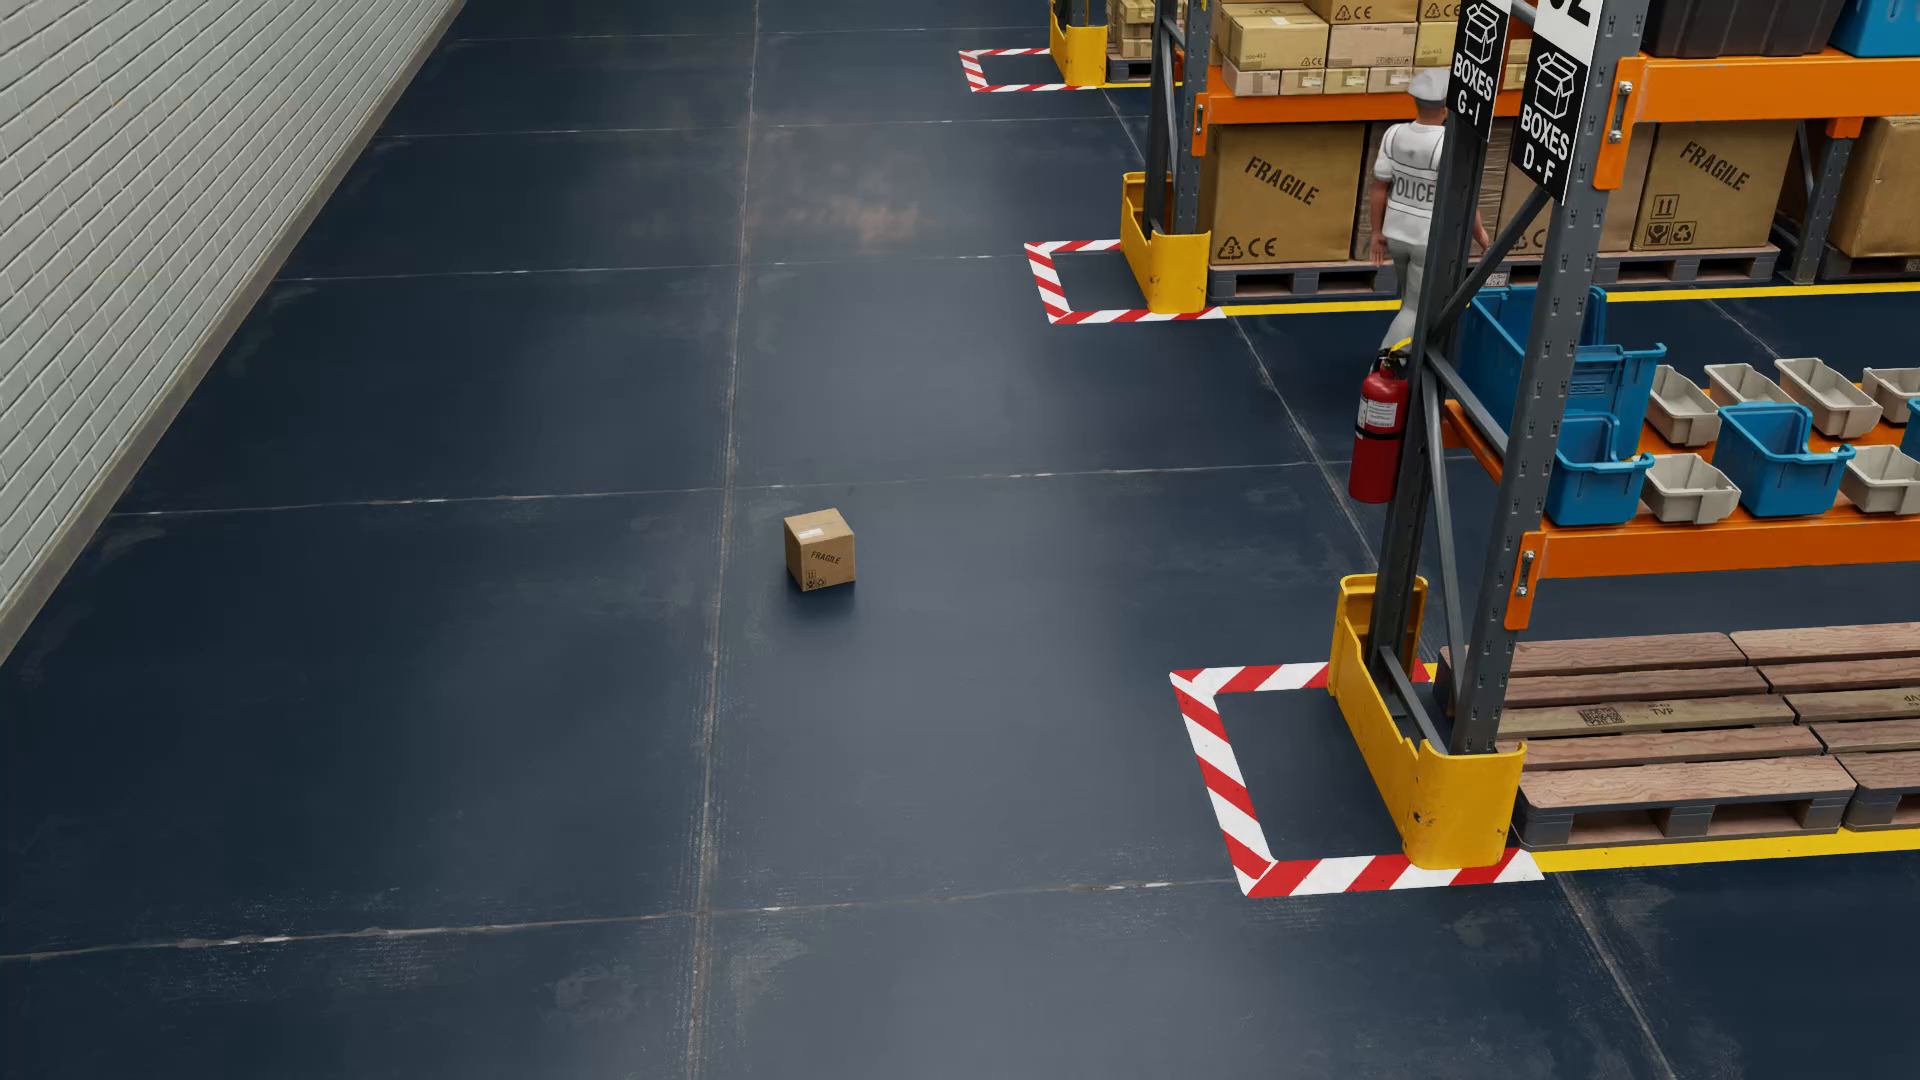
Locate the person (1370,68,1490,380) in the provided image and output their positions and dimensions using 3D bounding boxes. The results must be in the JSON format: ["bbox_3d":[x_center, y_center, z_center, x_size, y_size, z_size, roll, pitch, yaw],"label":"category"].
[{"bbox_3d":[2.552,-1.663,8.870,0.926,1.725,0.538,-19,36,-28],"label":"person"}]
